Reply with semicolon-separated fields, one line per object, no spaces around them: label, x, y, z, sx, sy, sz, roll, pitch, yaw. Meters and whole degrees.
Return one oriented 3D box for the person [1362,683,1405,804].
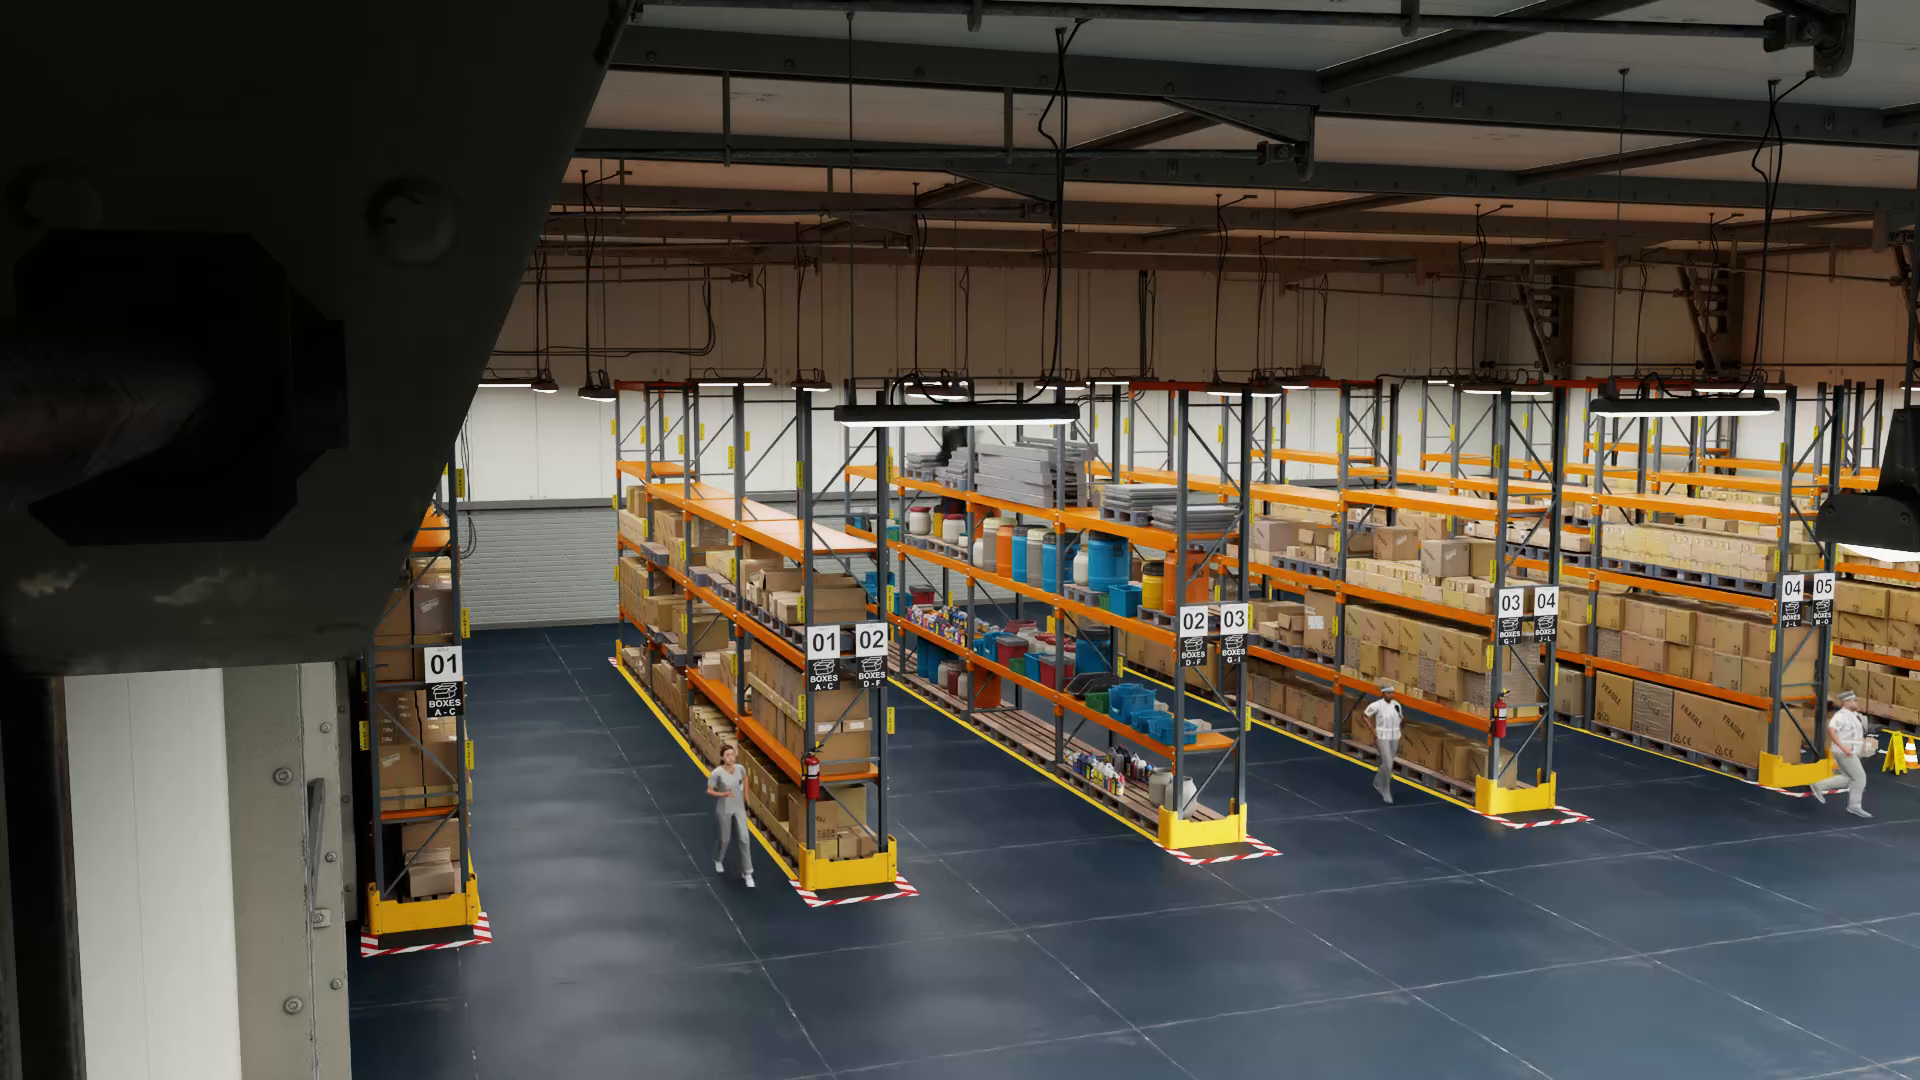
person;6.213;2.936;24.216;0.556;1.757;0.711;-2;6;-21

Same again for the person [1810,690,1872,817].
person;12.511;2.993;23.548;0.822;1.771;0.685;4;7;36

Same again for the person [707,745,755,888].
person;-2.819;3.332;20.343;0.583;1.690;0.892;-3;7;-26
